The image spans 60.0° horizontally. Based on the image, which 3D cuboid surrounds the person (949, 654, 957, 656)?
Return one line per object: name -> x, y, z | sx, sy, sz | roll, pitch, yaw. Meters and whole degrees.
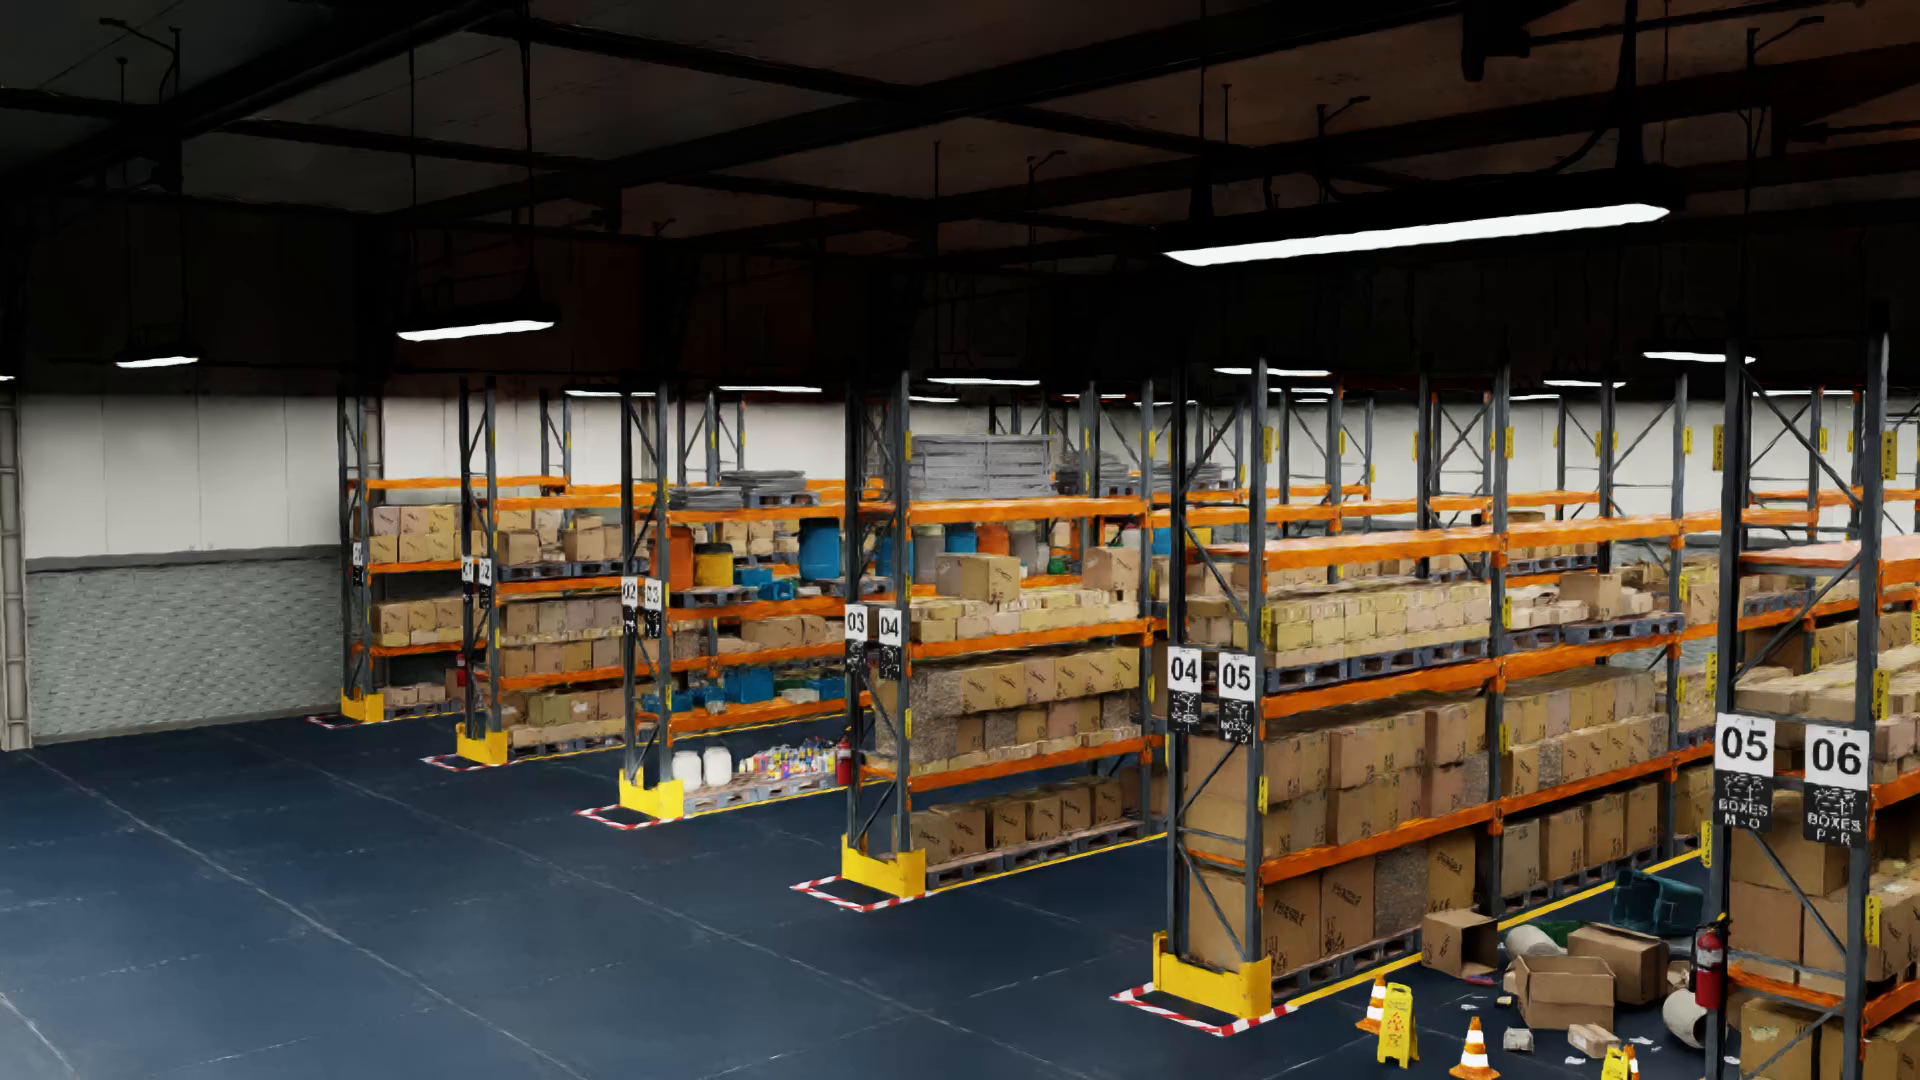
person -> 0.059, 2.426, 27.875 | 0.628, 1.787, 0.550 | -2, 4, -26
